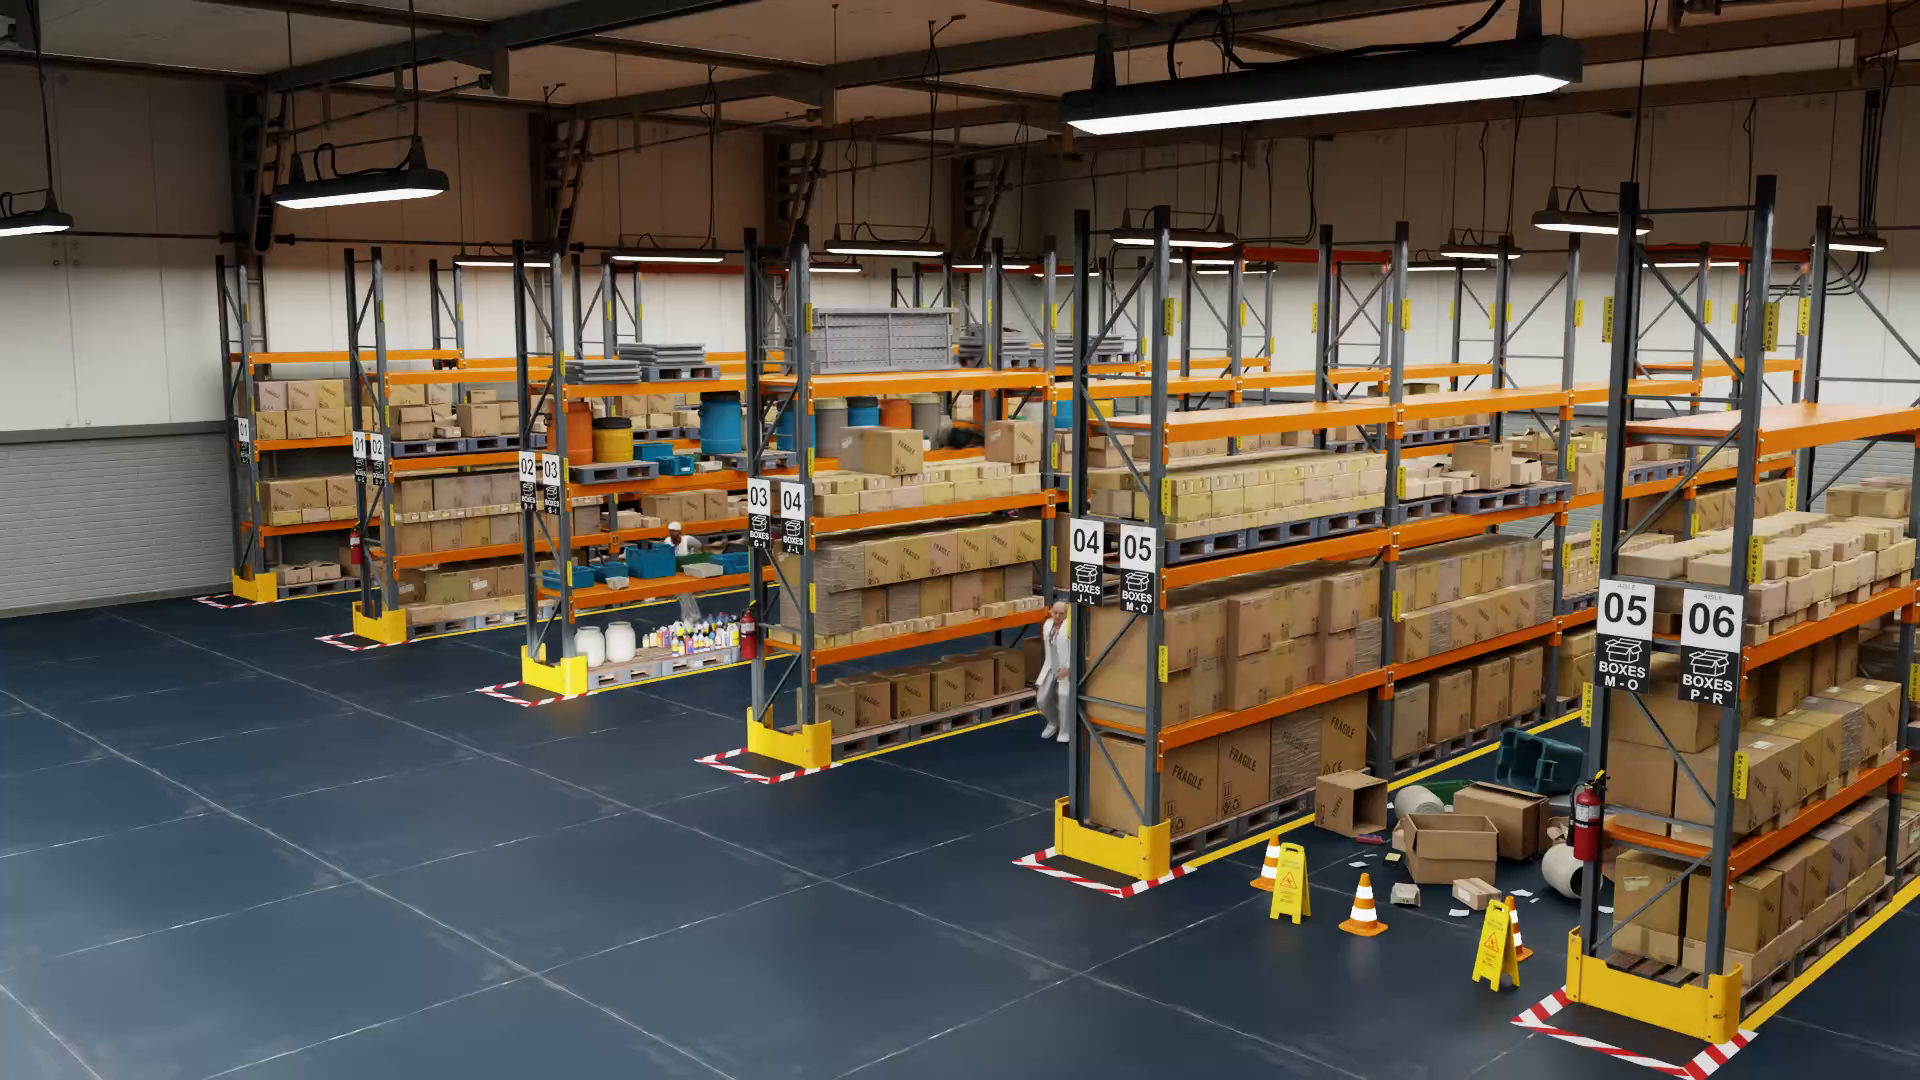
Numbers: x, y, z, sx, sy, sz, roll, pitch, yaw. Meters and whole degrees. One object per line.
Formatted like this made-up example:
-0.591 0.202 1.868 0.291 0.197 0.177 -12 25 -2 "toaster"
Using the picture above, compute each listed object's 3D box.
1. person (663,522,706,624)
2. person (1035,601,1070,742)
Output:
-4.420 0.552 26.616 0.702 1.742 0.987 4 9 26 "person"
1.162 1.556 19.413 0.679 1.725 0.860 4 9 28 "person"
